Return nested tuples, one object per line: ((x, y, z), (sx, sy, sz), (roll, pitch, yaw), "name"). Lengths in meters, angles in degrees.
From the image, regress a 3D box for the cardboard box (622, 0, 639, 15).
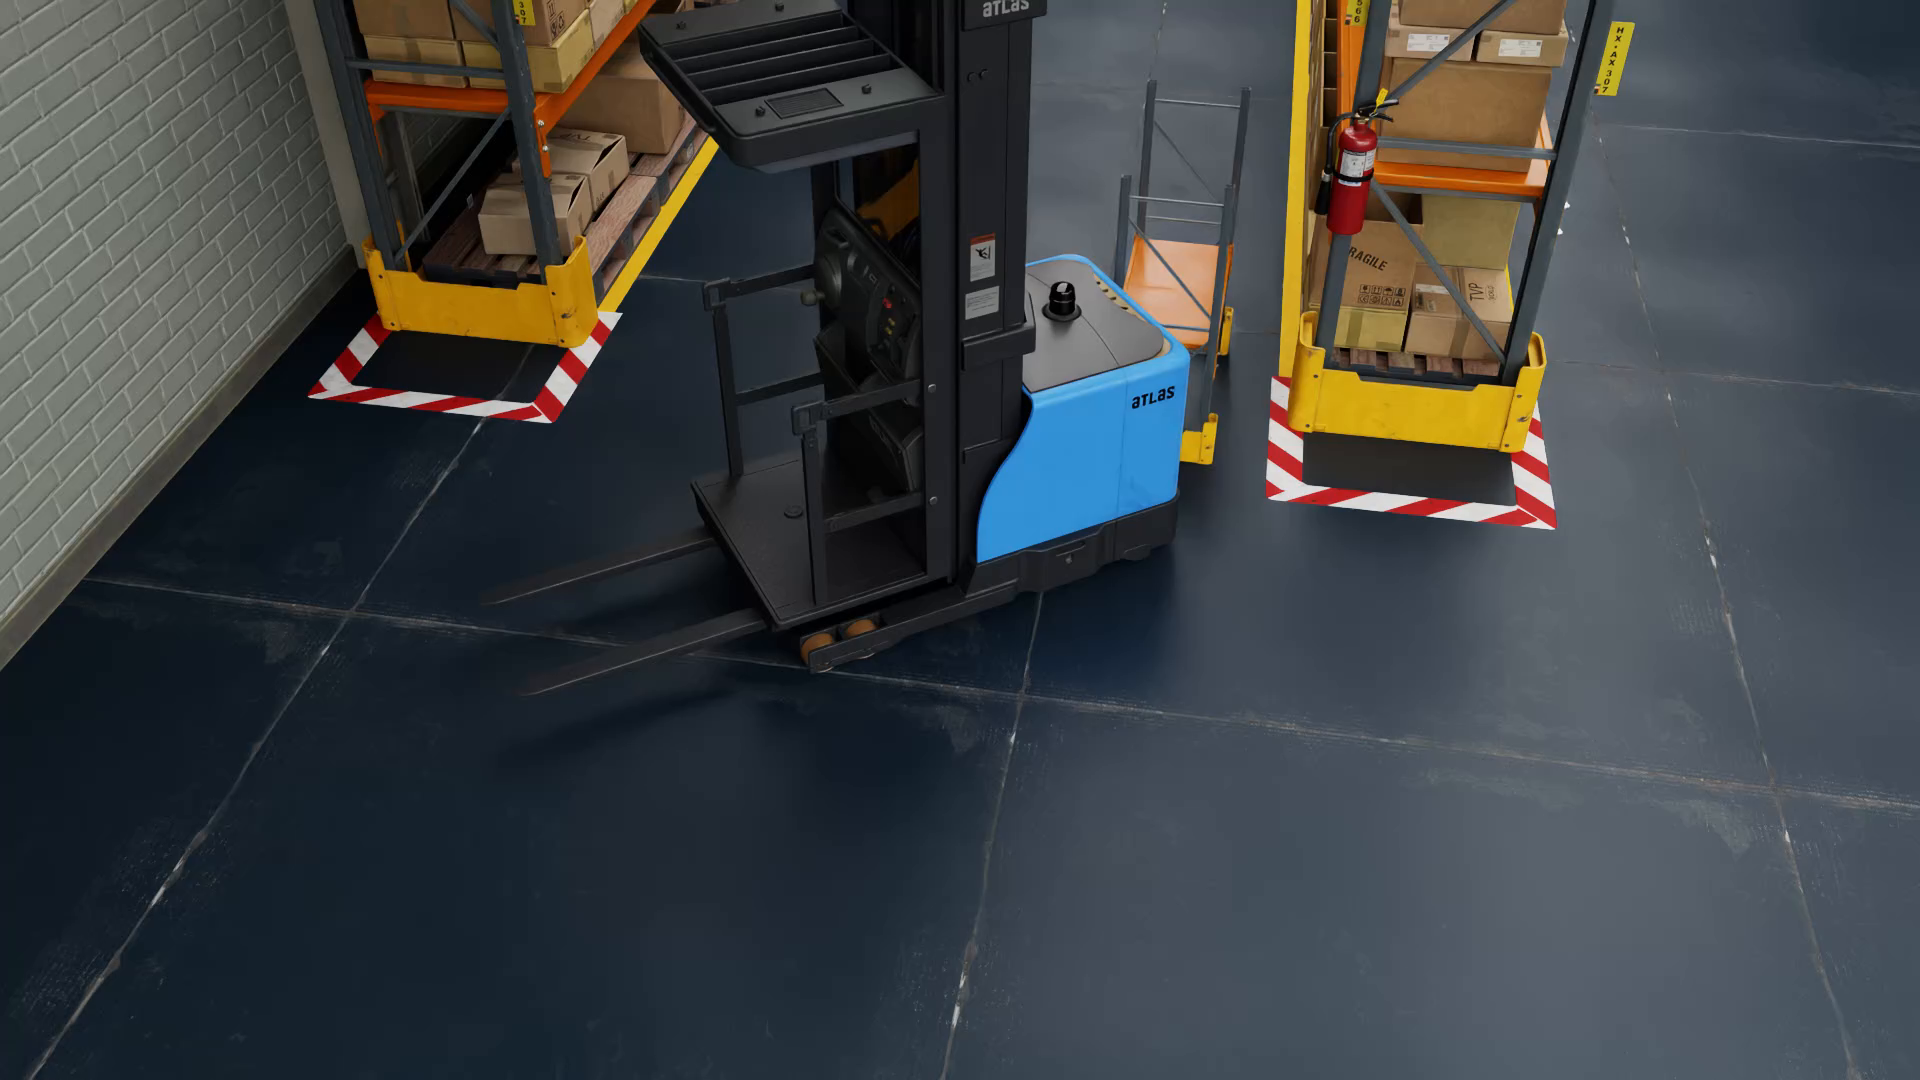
((-2.046, -3.183, 9.348), (0.500, 0.250, 0.500), (6, 40, 7), "cardboard box")

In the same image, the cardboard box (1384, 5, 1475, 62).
((2.145, -2.321, 7.615), (0.380, 0.149, 0.250), (6, 40, 7), "cardboard box")

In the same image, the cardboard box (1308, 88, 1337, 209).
((2.225, -2.161, 9.250), (0.500, 0.500, 0.500), (6, 40, 8), "cardboard box")

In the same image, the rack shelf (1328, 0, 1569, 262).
((2.613, -2.749, 9.286), (1.077, 0.370, 4.000), (6, 40, 8), "rack shelf")

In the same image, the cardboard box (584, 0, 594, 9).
((-2.139, -3.130, 8.695), (0.500, 0.500, 0.500), (7, 40, 8), "cardboard box")

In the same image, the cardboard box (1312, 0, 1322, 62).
((2.571, -3.416, 10.768), (0.500, 0.500, 0.500), (6, 40, 8), "cardboard box")

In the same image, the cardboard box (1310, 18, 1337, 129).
((2.398, -2.789, 10.009), (0.500, 0.500, 0.500), (6, 40, 8), "cardboard box")

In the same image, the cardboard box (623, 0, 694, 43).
((-2.061, -3.376, 11.096), (0.500, 0.500, 0.500), (4, 40, 4), "cardboard box")

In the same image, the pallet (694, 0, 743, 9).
((-1.787, -4.240, 12.712), (1.003, 0.211, 1.213), (6, 40, 8), "pallet")

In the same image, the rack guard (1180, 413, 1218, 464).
((0.963, -0.530, 8.194), (0.587, 0.250, 0.087), (7, 40, 9), "rack guard")

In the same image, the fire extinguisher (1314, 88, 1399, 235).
((1.789, -1.719, 7.535), (0.296, 0.674, 0.183), (6, 40, 8), "fire extinguisher")

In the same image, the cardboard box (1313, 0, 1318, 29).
((2.745, -3.676, 11.671), (0.500, 0.250, 0.500), (6, 40, 7), "cardboard box")

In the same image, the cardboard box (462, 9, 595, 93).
((-2.215, -2.536, 8.566), (0.500, 0.250, 0.500), (5, 40, 6), "cardboard box")

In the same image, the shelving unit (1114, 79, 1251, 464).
((1.062, -1.322, 8.172), (0.587, 1.500, 1.083), (7, 40, 9), "shelving unit")

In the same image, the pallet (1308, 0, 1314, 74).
((3.048, -3.674, 12.028), (1.003, 0.211, 1.213), (6, 40, 8), "pallet")

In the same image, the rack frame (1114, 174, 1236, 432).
((0.959, -0.999, 7.781), (0.500, 1.500, 0.032), (7, 40, 9), "rack frame")

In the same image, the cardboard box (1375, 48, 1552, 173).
((2.360, -2.102, 7.859), (0.700, 0.500, 0.500), (6, 40, 8), "cardboard box")

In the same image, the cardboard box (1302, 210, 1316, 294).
((2.143, -1.558, 9.108), (0.500, 0.250, 0.500), (6, 40, 8), "cardboard box")

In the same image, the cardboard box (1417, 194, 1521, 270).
((2.663, -1.789, 8.799), (0.500, 0.500, 0.500), (6, 40, 8), "cardboard box")

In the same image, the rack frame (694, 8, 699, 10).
((-1.920, -4.826, 11.233), (1.000, 3.000, 0.127), (6, 40, 8), "rack frame")

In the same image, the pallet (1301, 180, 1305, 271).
((2.571, -1.945, 9.936), (1.003, 0.211, 1.213), (6, 40, 8), "pallet")

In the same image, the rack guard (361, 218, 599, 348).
((-2.600, -1.400, 9.050), (1.175, 0.500, 0.348), (6, 40, 8), "rack guard")

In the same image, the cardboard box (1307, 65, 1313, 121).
((2.489, -2.813, 10.627), (0.500, 0.250, 0.500), (6, 40, 8), "cardboard box")

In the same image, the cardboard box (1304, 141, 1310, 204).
((2.316, -2.185, 9.868), (0.500, 0.250, 0.500), (6, 40, 8), "cardboard box")

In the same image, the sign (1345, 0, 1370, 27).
((1.735, -2.377, 7.177), (0.100, 0.325, 0.005), (6, 40, 8), "sign")

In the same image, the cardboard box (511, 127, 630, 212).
((-2.306, -2.231, 9.859), (0.500, 0.311, 0.500), (10, 41, 11), "cardboard box")

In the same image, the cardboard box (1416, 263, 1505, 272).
((2.662, -1.500, 9.038), (0.500, 0.250, 0.500), (6, 40, 8), "cardboard box")

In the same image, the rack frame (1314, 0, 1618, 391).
((2.267, -1.771, 7.538), (1.000, 3.000, 0.127), (6, 40, 8), "rack frame")

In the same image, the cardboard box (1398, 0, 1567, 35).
((2.369, -2.635, 7.486), (0.700, 0.500, 0.500), (7, 40, 8), "cardboard box")

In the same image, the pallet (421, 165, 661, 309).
((-2.424, -1.794, 9.754), (1.003, 0.211, 1.213), (6, 40, 8), "pallet")

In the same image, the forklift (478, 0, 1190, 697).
((-0.558, -0.953, 6.602), (3.031, 2.935, 1.130), (-18, 43, -20), "forklift")

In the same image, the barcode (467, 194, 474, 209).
((-2.795, -1.932, 9.490), (0.001, 0.075, 0.075), (6, 40, 8), "barcode")
